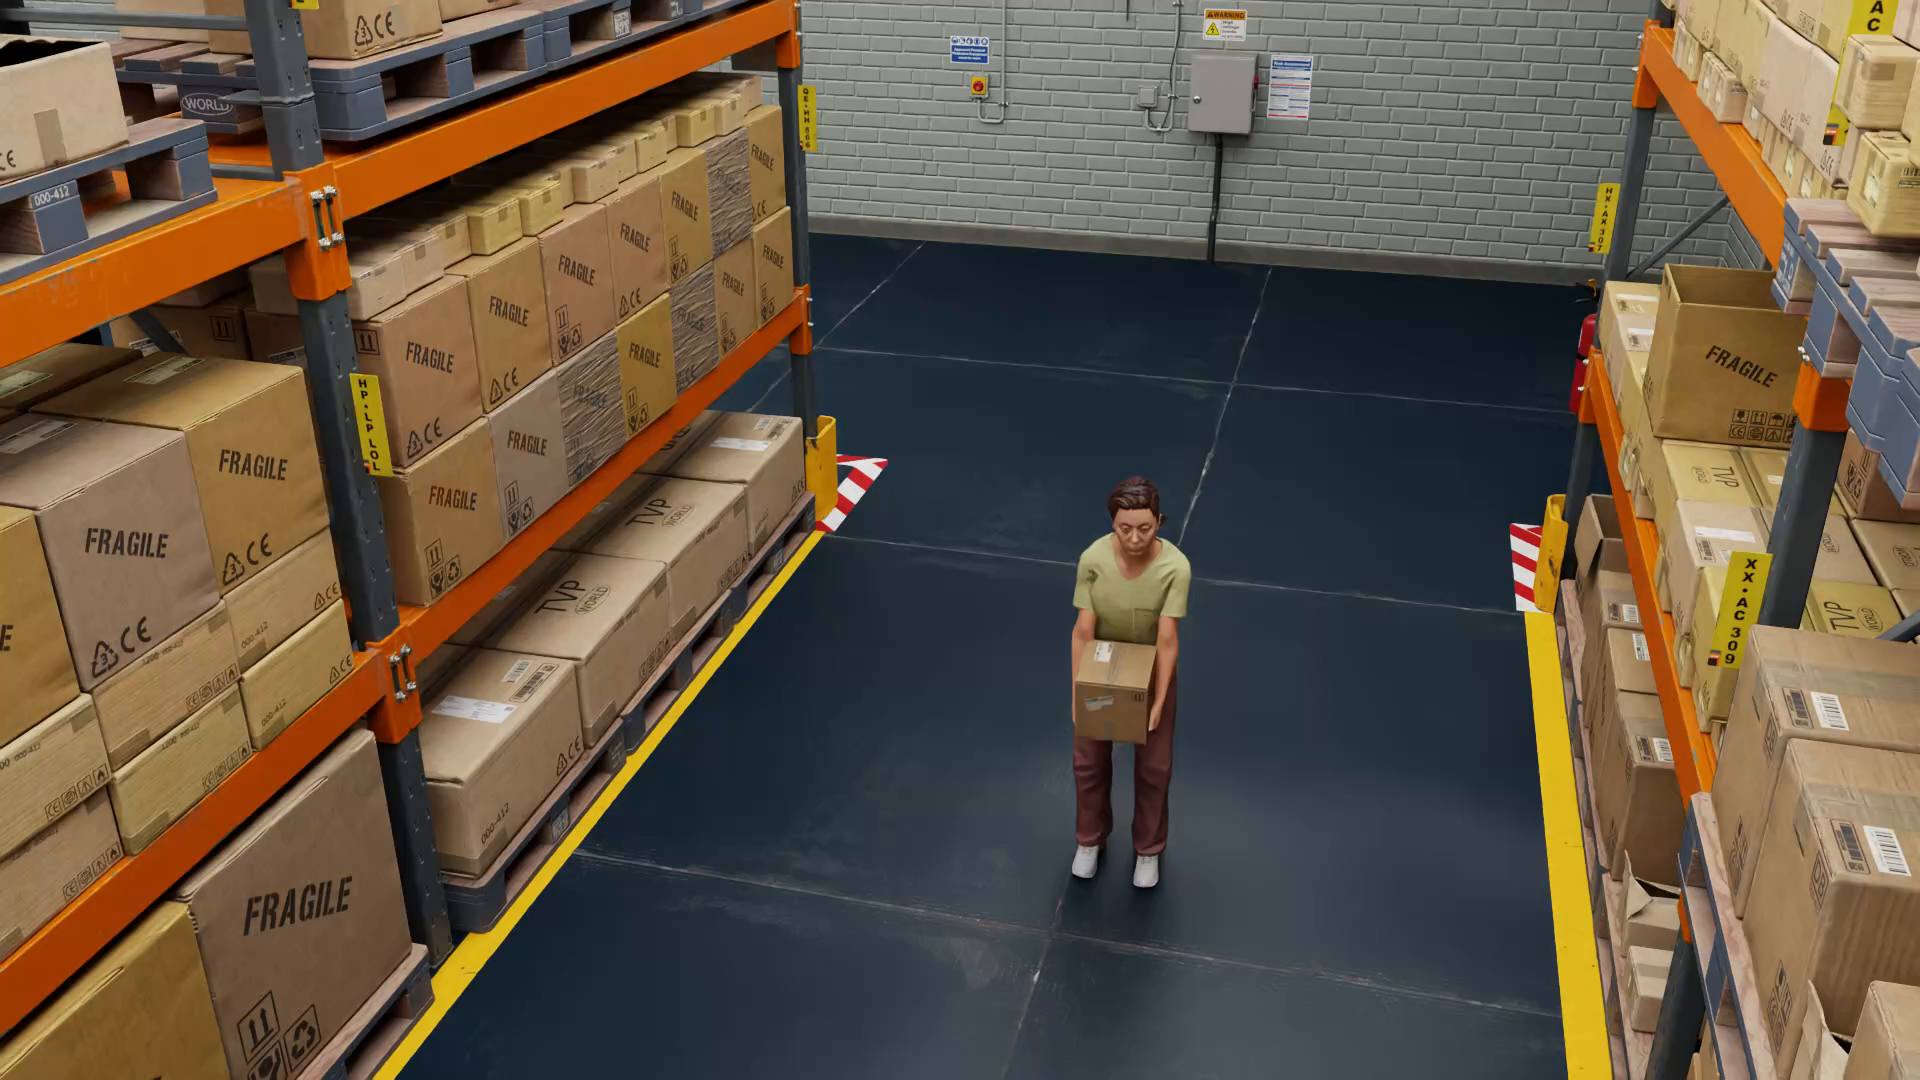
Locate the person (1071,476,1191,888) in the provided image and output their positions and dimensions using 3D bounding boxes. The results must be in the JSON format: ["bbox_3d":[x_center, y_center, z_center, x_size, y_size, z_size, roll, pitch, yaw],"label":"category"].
[{"bbox_3d":[0.600,0.536,6.013,0.407,1.656,0.520,6,26,12],"label":"person"}]
